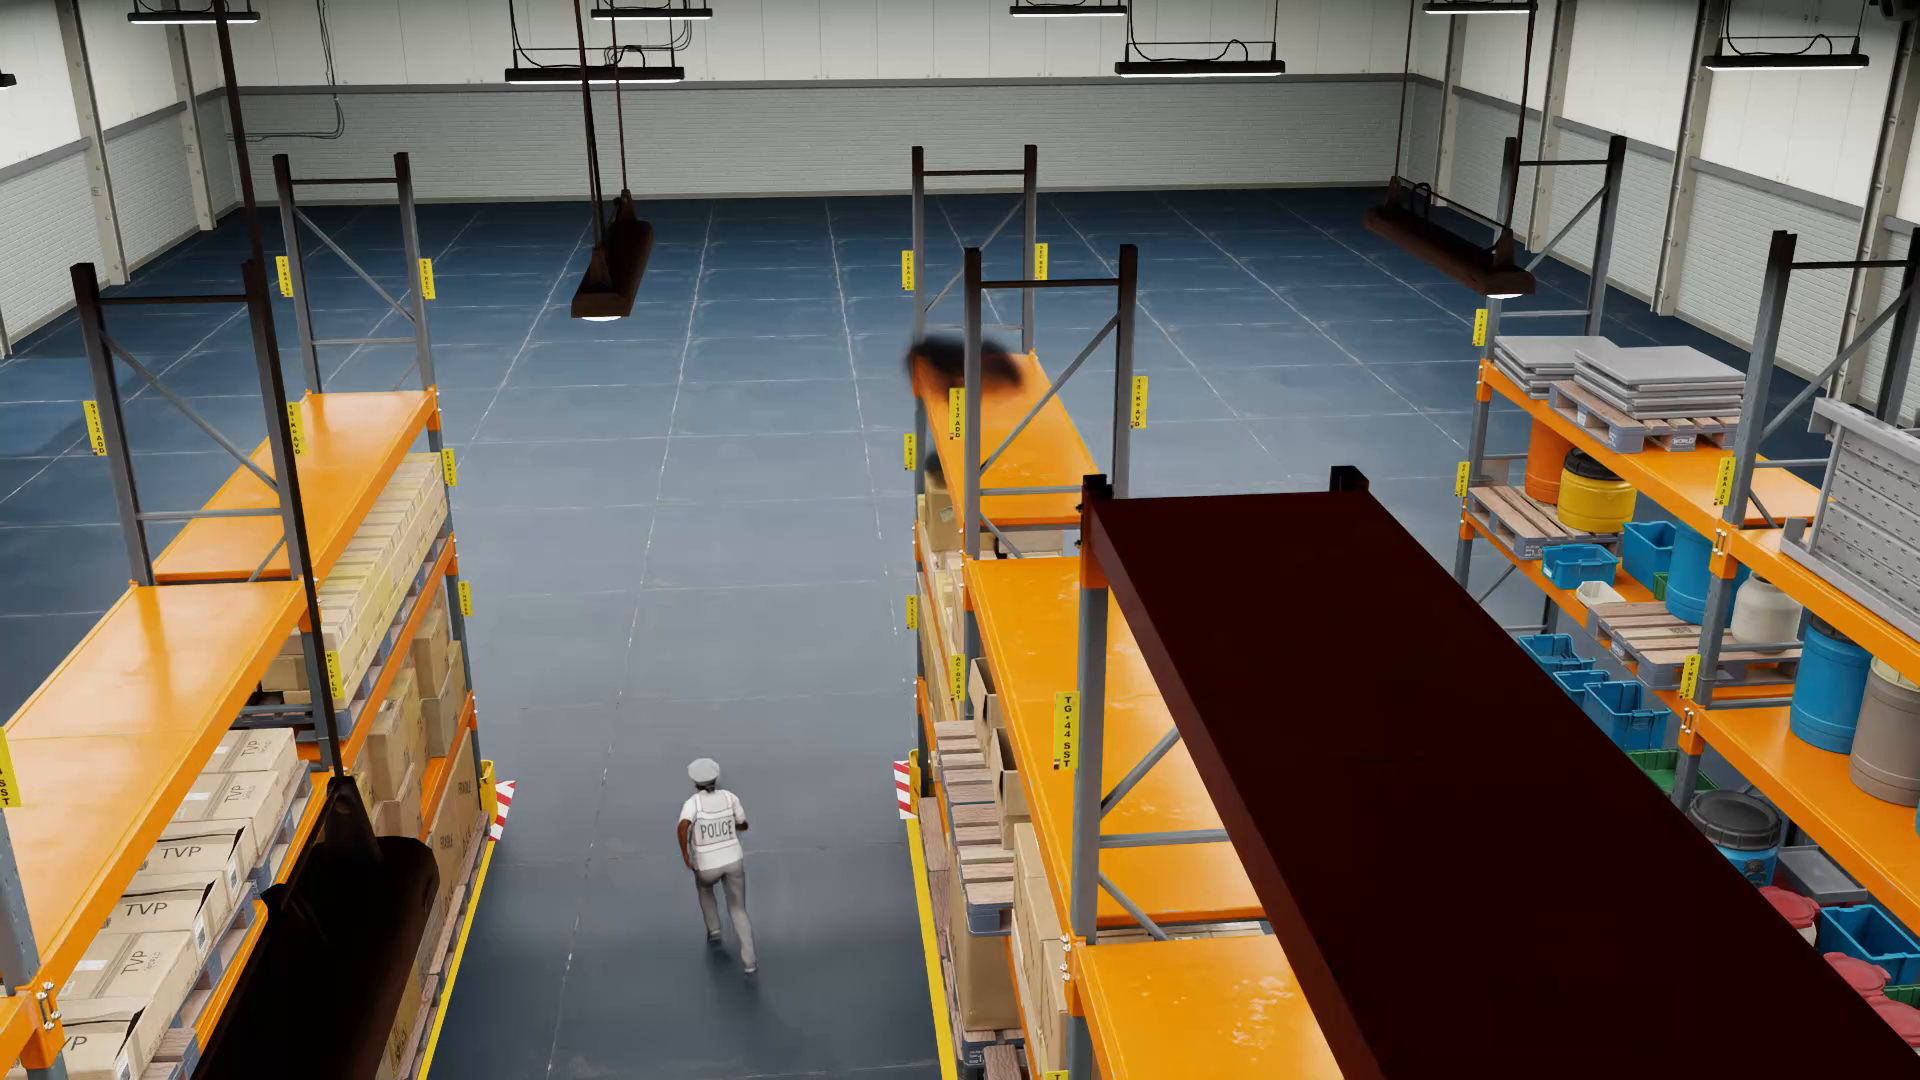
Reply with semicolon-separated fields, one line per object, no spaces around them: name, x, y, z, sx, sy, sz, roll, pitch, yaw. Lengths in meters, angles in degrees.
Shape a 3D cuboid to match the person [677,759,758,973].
person;-1.874;2.615;12.960;0.621;1.654;0.965;-11;24;-26
